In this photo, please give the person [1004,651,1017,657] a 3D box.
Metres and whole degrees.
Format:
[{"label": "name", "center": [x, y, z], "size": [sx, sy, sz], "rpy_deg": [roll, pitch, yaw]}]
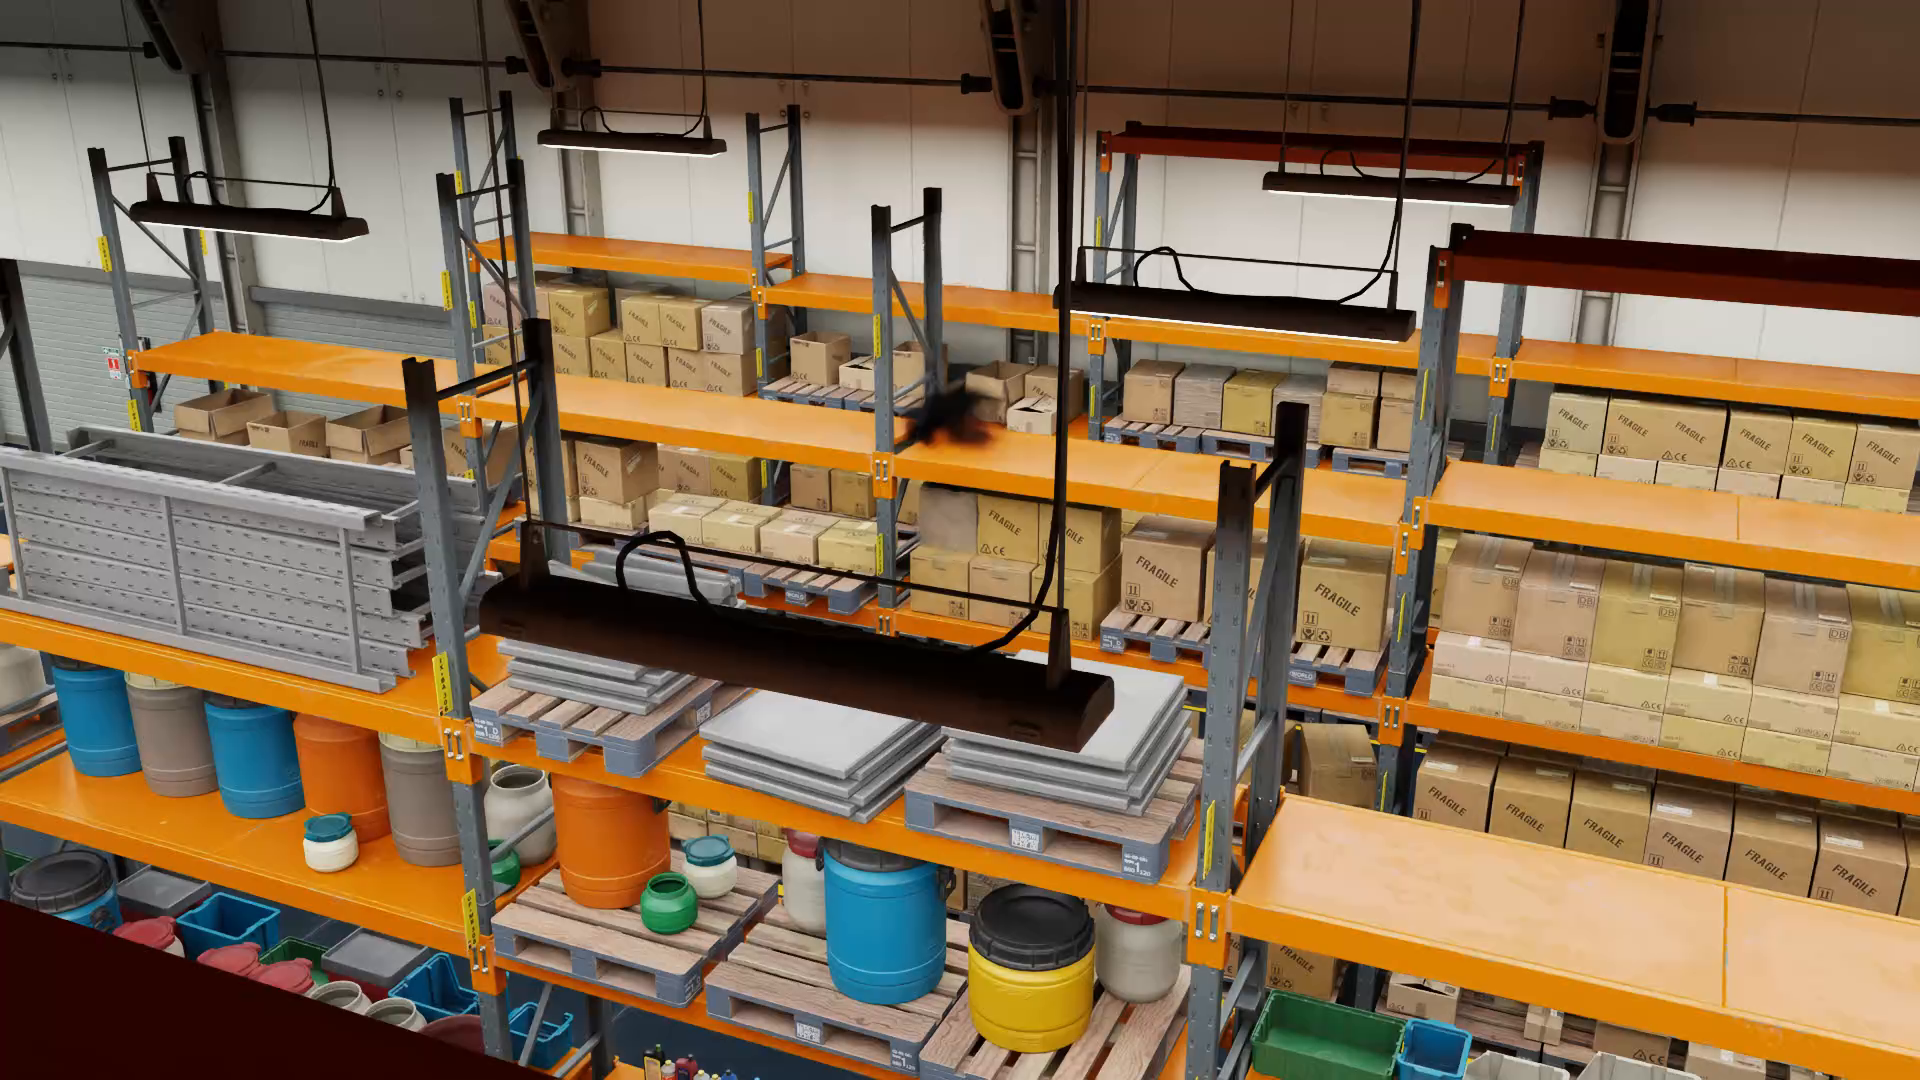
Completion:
[{"label": "person", "center": [0.694, 1.174, 16.601], "size": [0.682, 1.559, 0.590], "rpy_deg": [8, 22, 21]}]
